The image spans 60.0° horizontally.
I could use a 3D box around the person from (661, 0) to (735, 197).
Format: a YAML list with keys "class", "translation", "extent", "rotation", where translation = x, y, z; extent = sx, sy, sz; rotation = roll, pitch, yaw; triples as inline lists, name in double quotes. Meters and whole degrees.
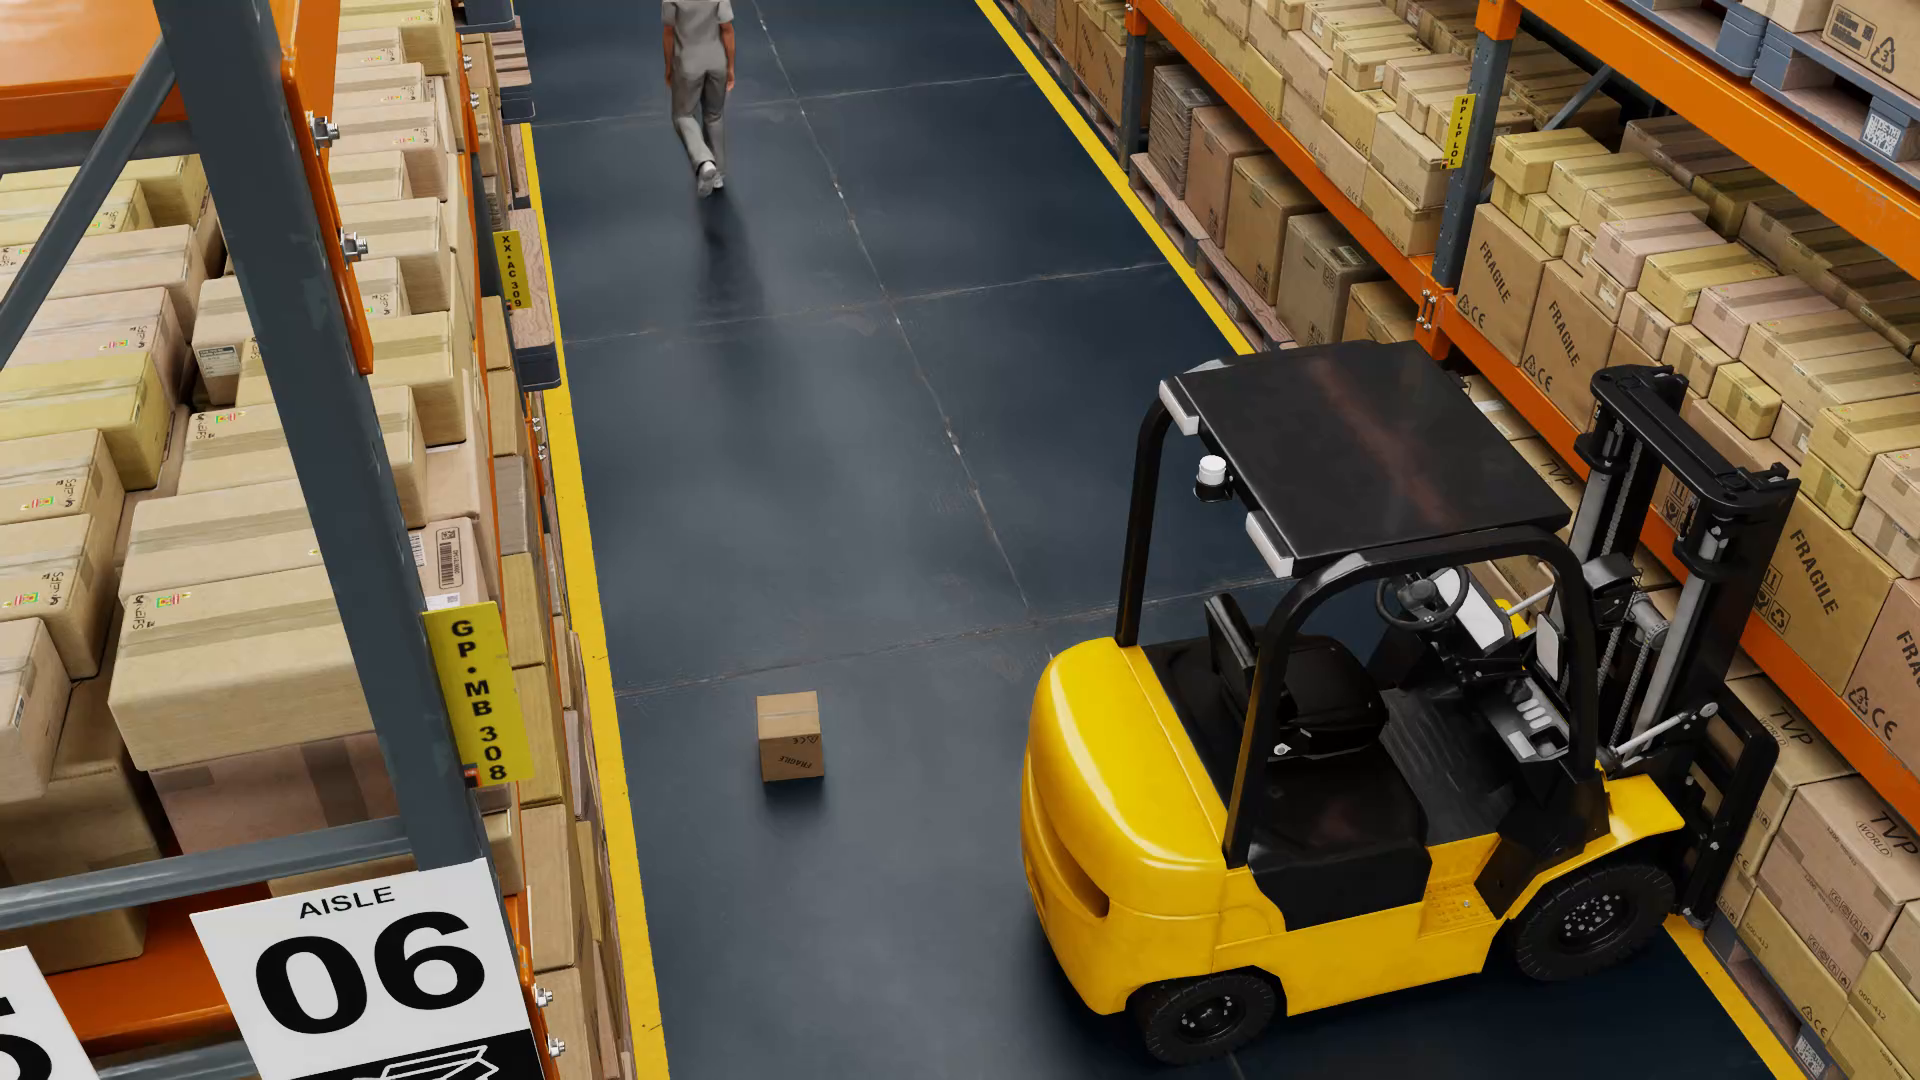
- class: "person"
  translation: [-1.611, -2.935, 10.400]
  extent: [0.445, 1.653, 0.667]
  rotation: [-13, 40, -16]
